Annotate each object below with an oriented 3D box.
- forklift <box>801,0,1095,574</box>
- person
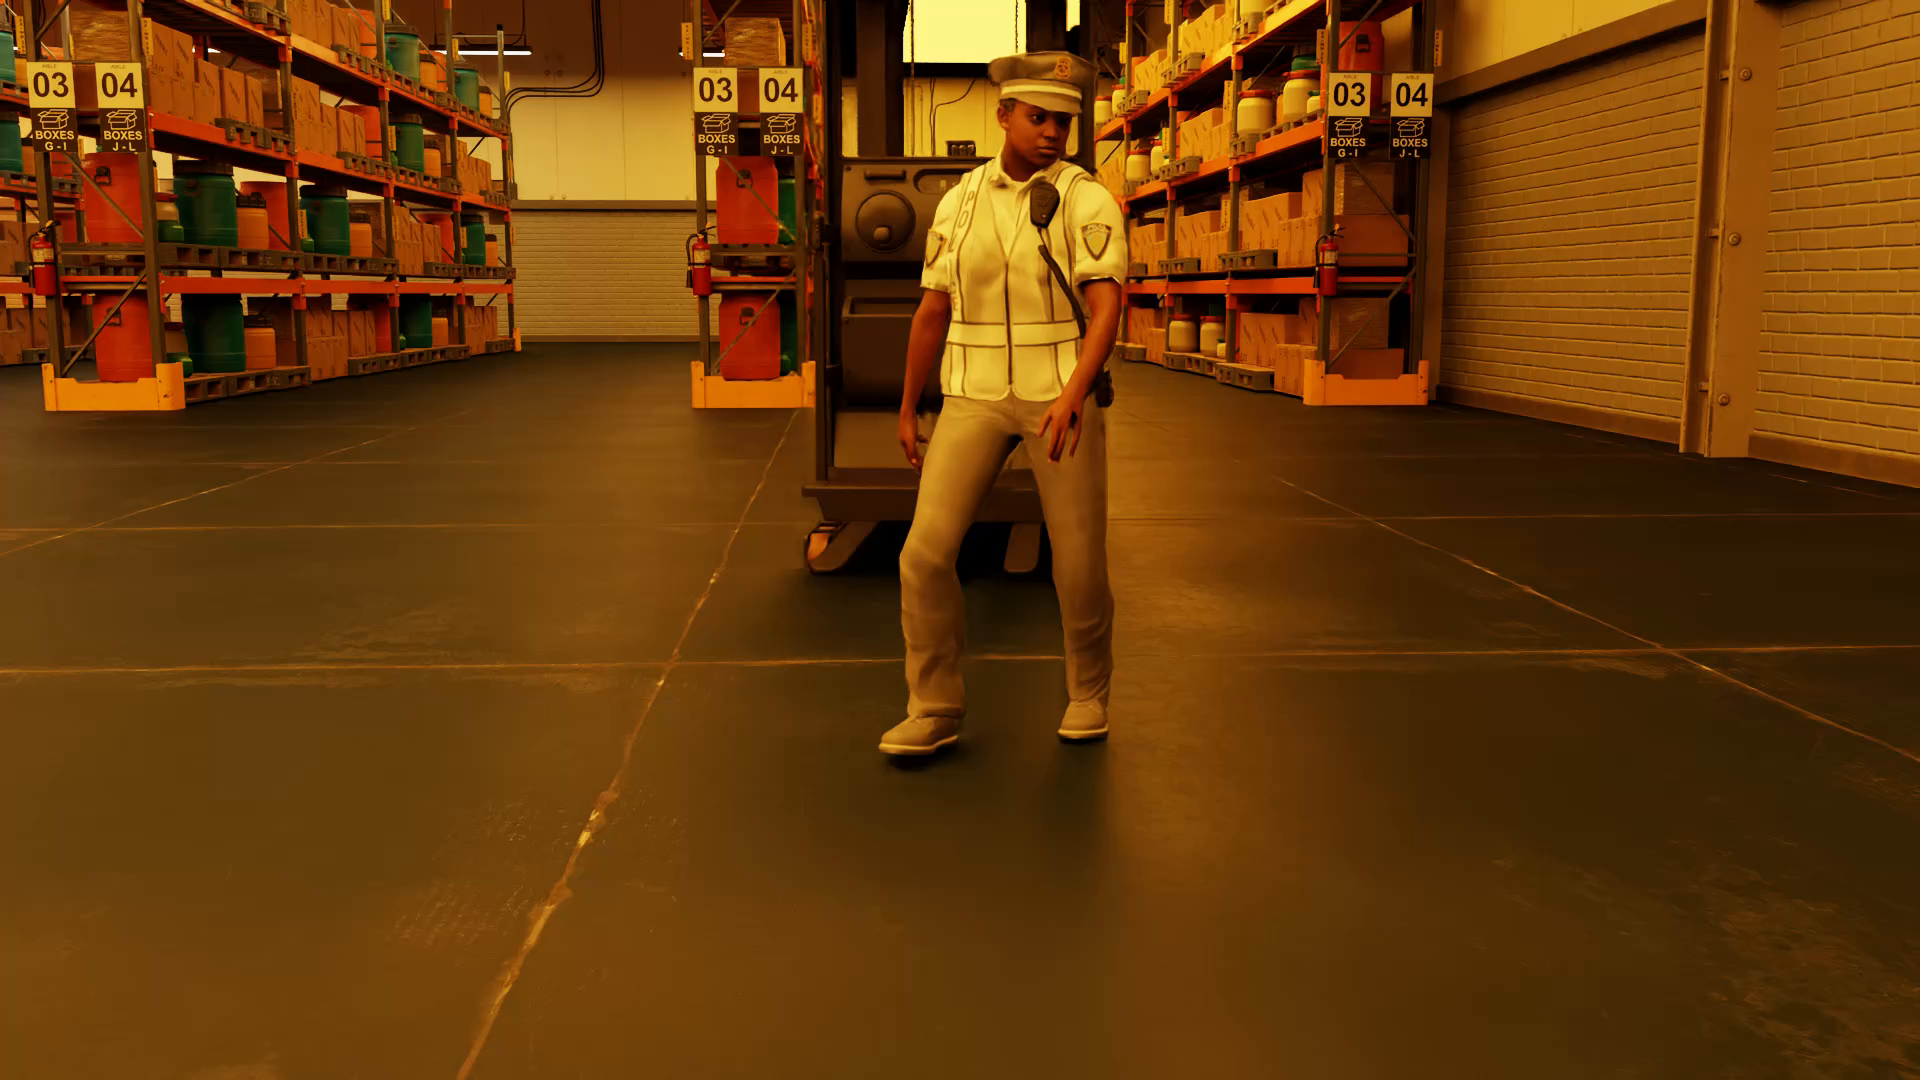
[{"bbox_3d":[-0.022,-1.356,6.466,1.130,2.935,3.031,1,8,4],"label":"forklift"},{"bbox_3d":[0.109,-0.303,3.901,0.566,1.611,0.636,2,9,14],"label":"person"}]
